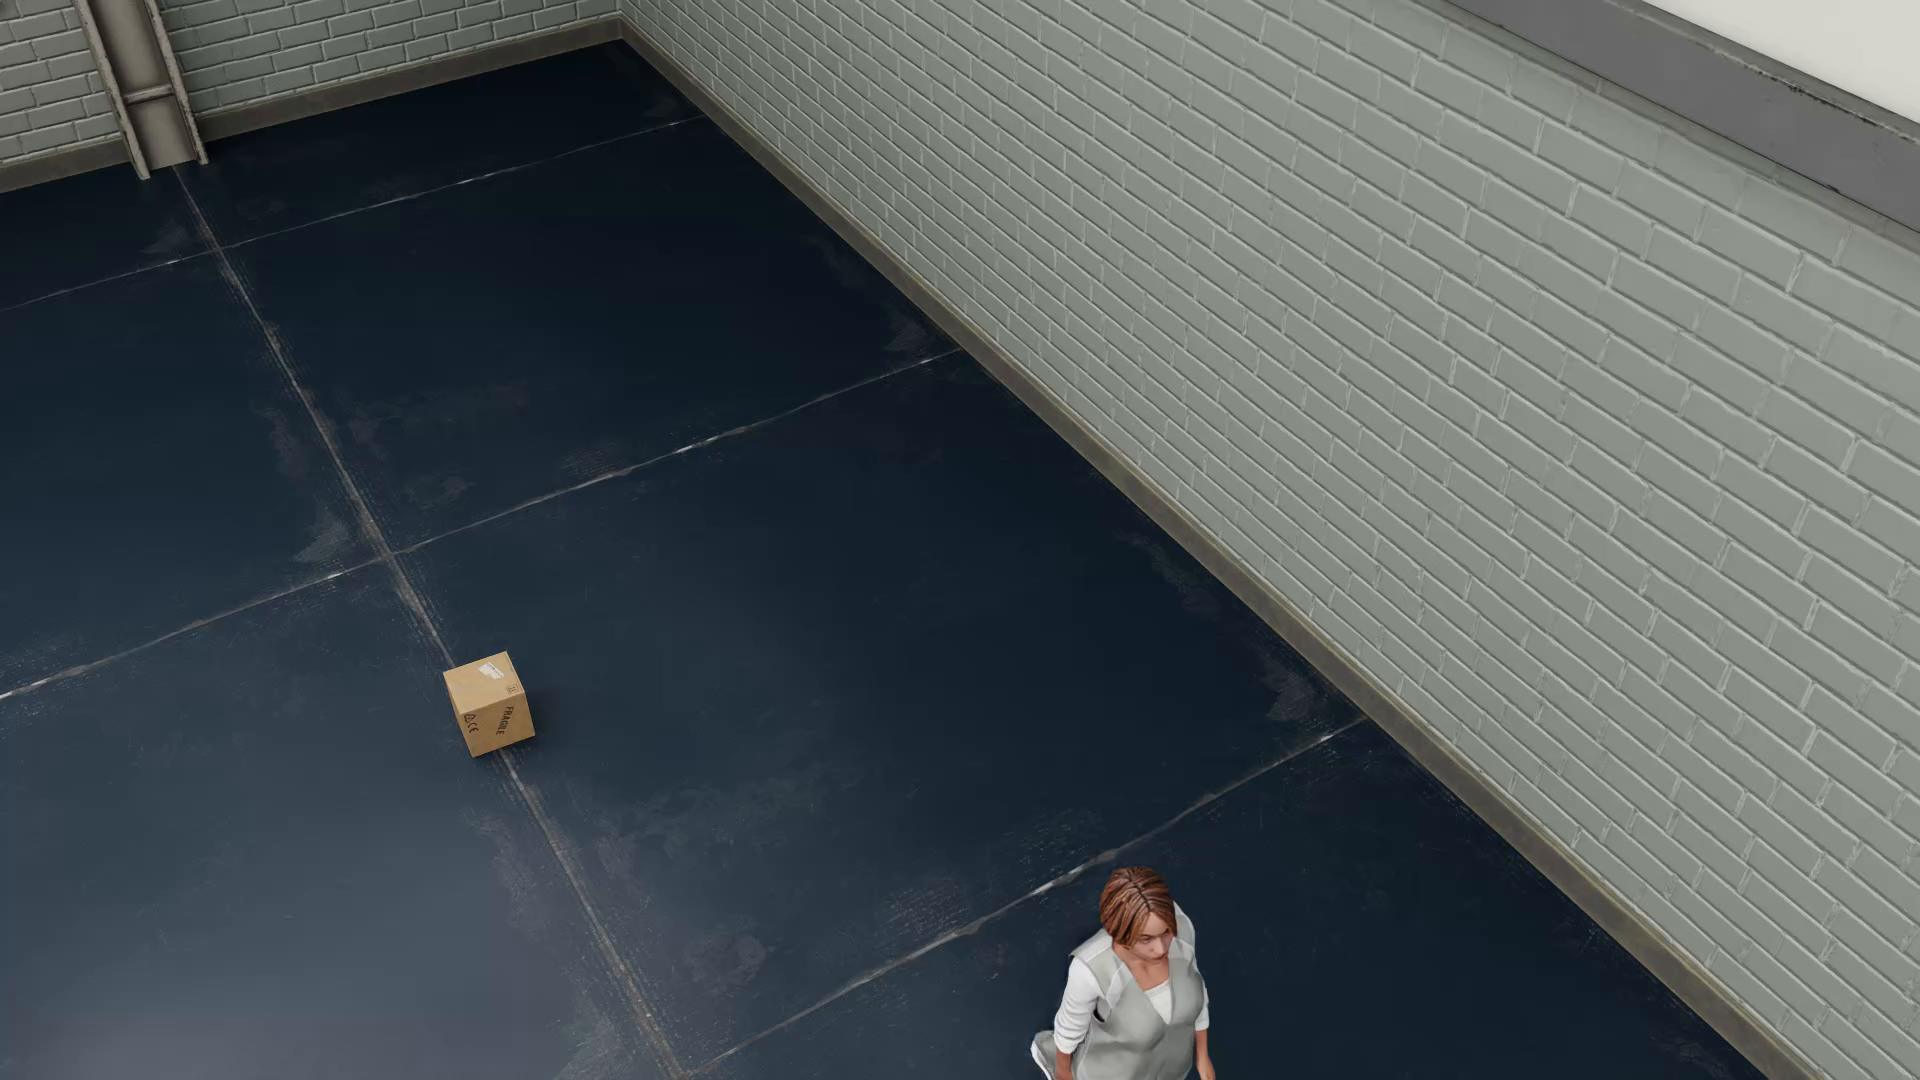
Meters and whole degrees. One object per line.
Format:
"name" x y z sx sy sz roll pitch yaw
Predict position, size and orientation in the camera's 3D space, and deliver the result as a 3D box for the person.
"person" 0.450 1.401 4.569 0.408 1.537 0.892 -25 47 -26
